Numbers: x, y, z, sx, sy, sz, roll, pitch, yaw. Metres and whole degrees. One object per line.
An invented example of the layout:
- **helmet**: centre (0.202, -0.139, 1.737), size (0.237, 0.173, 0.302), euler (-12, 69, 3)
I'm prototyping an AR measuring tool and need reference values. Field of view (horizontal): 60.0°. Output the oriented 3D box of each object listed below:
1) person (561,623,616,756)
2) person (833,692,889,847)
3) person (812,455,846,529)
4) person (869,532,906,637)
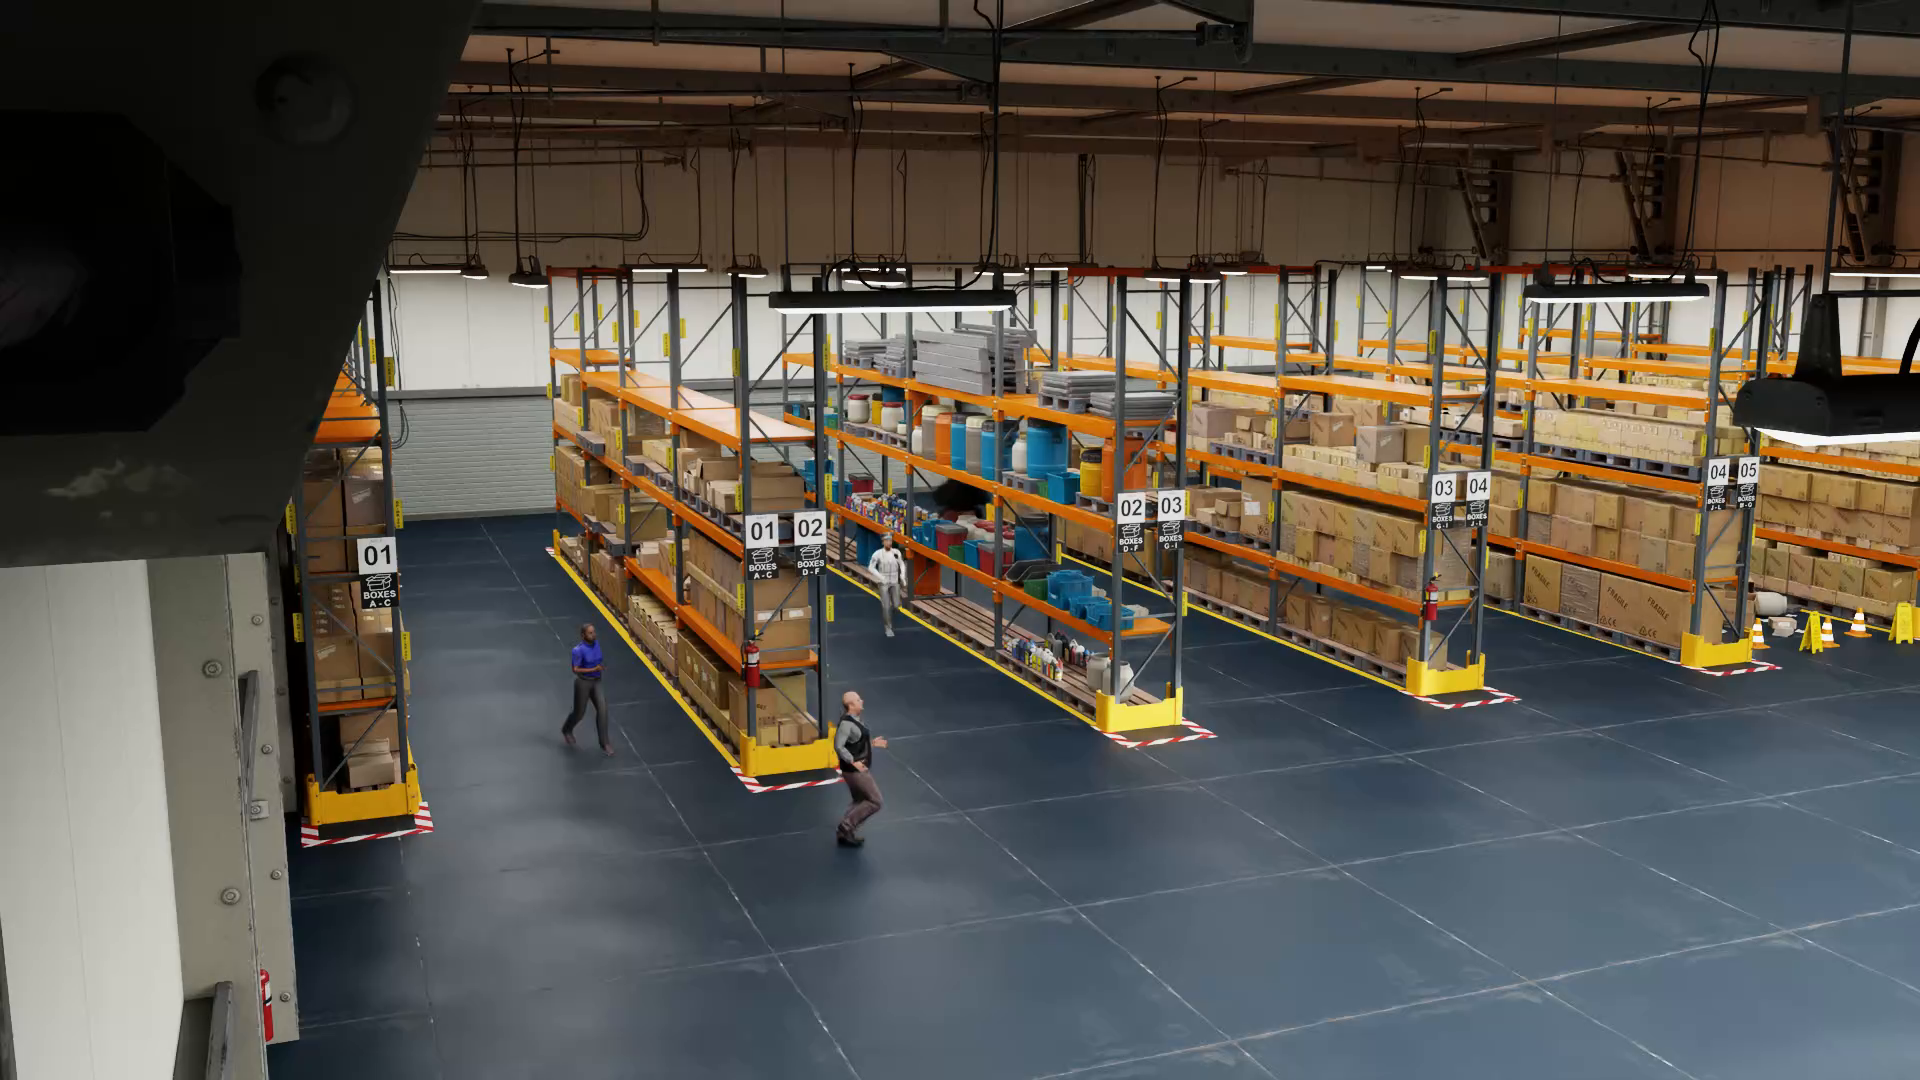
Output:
- **person**: centre (-4.725, 1.865, 21.079), size (0.929, 1.649, 0.566), euler (8, 13, 39)
- **person**: centre (-1.048, 2.411, 17.743), size (0.590, 1.622, 0.649), euler (-1, 10, -4)
- **person**: centre (-3.109, -1.080, 37.903), size (0.925, 1.761, 0.688), euler (1, 10, 4)
- **person**: centre (-1.127, 0.692, 26.284), size (0.616, 1.665, 0.469), euler (-3, 10, -18)
